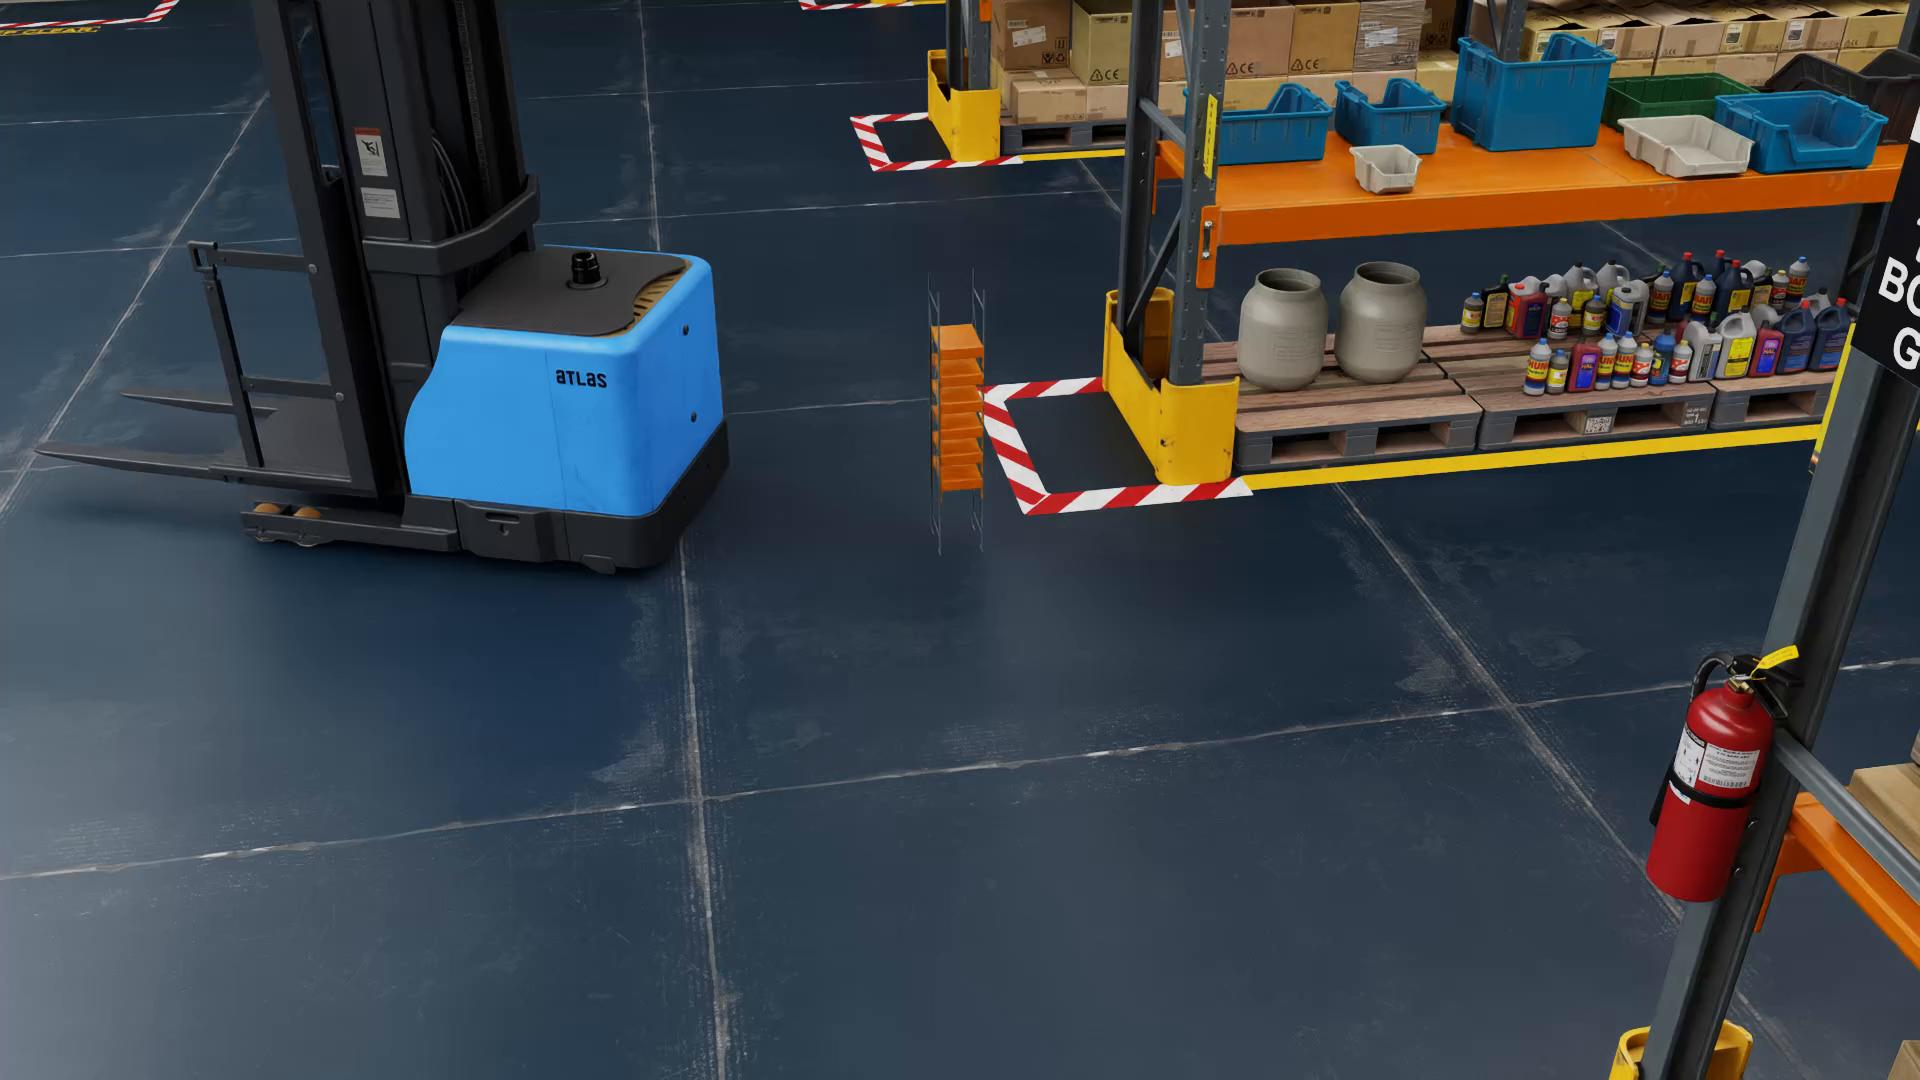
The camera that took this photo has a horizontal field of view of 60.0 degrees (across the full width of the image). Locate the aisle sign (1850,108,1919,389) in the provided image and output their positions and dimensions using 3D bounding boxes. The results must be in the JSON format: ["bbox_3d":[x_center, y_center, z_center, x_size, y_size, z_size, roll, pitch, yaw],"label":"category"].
[{"bbox_3d":[1.711,-0.609,2.761,0.004,0.787,0.394,-5,31,-9],"label":"aisle sign"}]

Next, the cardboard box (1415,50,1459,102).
[{"bbox_3d":[3.563,-3.493,12.530,0.500,0.250,0.500,-5,31,-9],"label":"cardboard box"}]

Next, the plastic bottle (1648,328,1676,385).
[{"bbox_3d":[3.408,-0.896,8.072,0.097,0.271,0.097,0,30,0],"label":"plastic bottle"}]

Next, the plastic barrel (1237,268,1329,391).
[{"bbox_3d":[1.567,-1.020,8.066,0.421,0.512,0.421,0,30,0],"label":"plastic barrel"}]

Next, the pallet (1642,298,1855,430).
[{"bbox_3d":[4.200,-0.936,8.634,1.213,0.211,1.003,-5,31,-9],"label":"pallet"}]

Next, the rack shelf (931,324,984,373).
[{"bbox_3d":[-0.014,-0.788,6.784,0.180,0.103,0.258,-5,31,-9],"label":"rack shelf"}]

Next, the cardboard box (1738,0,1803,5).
[{"bbox_3d":[6.329,-4.252,13.268,0.500,0.311,0.500,-6,31,-10],"label":"cardboard box"}]

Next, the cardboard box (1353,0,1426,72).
[{"bbox_3d":[3.069,-3.777,12.272,0.500,0.500,0.500,-5,31,-9],"label":"cardboard box"}]

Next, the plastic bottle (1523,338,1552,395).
[{"bbox_3d":[2.773,-0.837,7.972,0.097,0.271,0.097,0,30,0],"label":"plastic bottle"}]

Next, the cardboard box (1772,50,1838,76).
[{"bbox_3d":[6.439,-3.747,12.961,0.500,0.250,0.500,-5,31,-8],"label":"cardboard box"}]

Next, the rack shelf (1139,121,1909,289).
[{"bbox_3d":[2.901,-1.686,7.868,4.000,0.370,1.077,-5,31,-9],"label":"rack shelf"}]

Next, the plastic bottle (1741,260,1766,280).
[{"bbox_3d":[4.163,-1.341,8.824,0.135,0.276,0.152,-4,31,-7],"label":"plastic bottle"}]

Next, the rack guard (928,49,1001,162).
[{"bbox_3d":[0.021,-3.204,12.205,0.348,0.500,1.175,-5,31,-9],"label":"rack guard"}]

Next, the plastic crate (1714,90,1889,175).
[{"bbox_3d":[3.828,-1.878,7.632,0.616,0.251,0.499,-5,31,-9],"label":"plastic crate"}]

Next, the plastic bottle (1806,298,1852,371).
[{"bbox_3d":[4.286,-1.024,8.211,0.185,0.351,0.144,-6,31,-10],"label":"plastic bottle"}]

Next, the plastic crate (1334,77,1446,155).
[{"bbox_3d":[2.012,-2.001,7.840,0.408,0.251,0.499,-5,31,-9],"label":"plastic crate"}]

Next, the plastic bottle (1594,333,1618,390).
[{"bbox_3d":[3.110,-0.869,8.025,0.097,0.271,0.097,0,30,0],"label":"plastic bottle"}]

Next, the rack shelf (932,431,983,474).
[{"bbox_3d":[-0.014,-0.374,7.027,0.180,0.103,0.258,-5,31,-9],"label":"rack shelf"}]

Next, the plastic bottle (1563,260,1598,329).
[{"bbox_3d":[3.213,-1.287,8.658,0.185,0.351,0.144,-4,31,-7],"label":"plastic bottle"}]

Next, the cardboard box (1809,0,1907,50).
[{"bbox_3d":[6.933,-4.030,12.890,0.500,0.311,0.500,-6,31,-10],"label":"cardboard box"}]

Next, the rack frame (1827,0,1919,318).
[{"bbox_3d":[4.868,-2.179,7.996,0.127,3.000,1.000,-5,31,-9],"label":"rack frame"}]

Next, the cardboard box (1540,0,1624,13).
[{"bbox_3d":[4.837,-4.117,13.037,0.500,0.311,0.500,-4,31,-8],"label":"cardboard box"}]

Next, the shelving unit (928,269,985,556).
[{"bbox_3d":[-0.014,-0.516,6.944,0.189,1.200,0.258,-5,31,-9],"label":"shelving unit"}]

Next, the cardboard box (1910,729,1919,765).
[{"bbox_3d":[2.372,0.448,3.137,0.500,0.500,0.875,-5,31,-9],"label":"cardboard box"}]

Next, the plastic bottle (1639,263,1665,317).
[{"bbox_3d":[3.644,-1.319,8.780,0.133,0.283,0.061,-4,31,-7],"label":"plastic bottle"}]

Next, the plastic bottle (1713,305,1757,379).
[{"bbox_3d":[3.780,-0.977,8.132,0.185,0.351,0.144,-5,31,-9],"label":"plastic bottle"}]

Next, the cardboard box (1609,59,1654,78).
[{"bbox_3d":[4.924,-3.604,12.718,0.500,0.250,0.500,-5,31,-8],"label":"cardboard box"}]

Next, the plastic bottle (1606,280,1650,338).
[{"bbox_3d":[3.447,-1.200,8.584,0.135,0.276,0.152,-5,31,-9],"label":"plastic bottle"}]

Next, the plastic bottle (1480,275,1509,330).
[{"bbox_3d":[2.773,-1.238,8.642,0.133,0.283,0.061,-5,31,-8],"label":"plastic bottle"}]

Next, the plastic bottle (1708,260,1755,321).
[{"bbox_3d":[4.025,-1.288,8.660,0.185,0.351,0.144,-5,31,-9],"label":"plastic bottle"}]

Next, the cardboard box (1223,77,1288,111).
[{"bbox_3d":[2.088,-3.353,12.292,0.500,0.250,0.500,-5,31,-9],"label":"cardboard box"}]

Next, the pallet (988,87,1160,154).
[{"bbox_3d":[0.790,-3.172,12.437,1.213,0.211,1.003,-5,31,-9],"label":"pallet"}]

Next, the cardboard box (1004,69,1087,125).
[{"bbox_3d":[0.613,-3.217,12.061,0.500,0.250,0.500,-5,31,-9],"label":"cardboard box"}]

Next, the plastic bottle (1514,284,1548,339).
[{"bbox_3d":[2.934,-1.175,8.534,0.133,0.283,0.061,-5,31,-9],"label":"plastic bottle"}]

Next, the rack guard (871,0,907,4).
[{"bbox_3d":[-0.776,-5.682,16.421,0.348,0.500,1.175,-5,31,-9],"label":"rack guard"}]

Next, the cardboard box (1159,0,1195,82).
[{"bbox_3d":[1.594,-3.639,12.038,0.500,0.500,0.500,-5,31,-9],"label":"cardboard box"}]

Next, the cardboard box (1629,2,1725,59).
[{"bbox_3d":[5.433,-3.891,12.653,0.500,0.311,0.500,-6,31,-11],"label":"cardboard box"}]

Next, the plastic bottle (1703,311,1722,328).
[{"bbox_3d":[3.736,-0.997,8.232,0.133,0.283,0.061,-5,31,-9],"label":"plastic bottle"}]

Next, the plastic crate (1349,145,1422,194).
[{"bbox_3d":[1.872,-1.621,7.308,0.250,0.136,0.298,-5,31,-9],"label":"plastic crate"}]

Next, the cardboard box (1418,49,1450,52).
[{"bbox_3d":[3.469,-3.753,12.972,0.500,0.250,0.500,-5,31,-9],"label":"cardboard box"}]

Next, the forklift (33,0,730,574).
[{"bbox_3d":[-2.635,-1.488,6.889,3.031,2.935,1.130,6,31,10],"label":"forklift"}]

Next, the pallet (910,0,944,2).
[{"bbox_3d":[0.029,-5.614,16.590,1.213,0.211,1.003,-5,31,-9],"label":"pallet"}]
